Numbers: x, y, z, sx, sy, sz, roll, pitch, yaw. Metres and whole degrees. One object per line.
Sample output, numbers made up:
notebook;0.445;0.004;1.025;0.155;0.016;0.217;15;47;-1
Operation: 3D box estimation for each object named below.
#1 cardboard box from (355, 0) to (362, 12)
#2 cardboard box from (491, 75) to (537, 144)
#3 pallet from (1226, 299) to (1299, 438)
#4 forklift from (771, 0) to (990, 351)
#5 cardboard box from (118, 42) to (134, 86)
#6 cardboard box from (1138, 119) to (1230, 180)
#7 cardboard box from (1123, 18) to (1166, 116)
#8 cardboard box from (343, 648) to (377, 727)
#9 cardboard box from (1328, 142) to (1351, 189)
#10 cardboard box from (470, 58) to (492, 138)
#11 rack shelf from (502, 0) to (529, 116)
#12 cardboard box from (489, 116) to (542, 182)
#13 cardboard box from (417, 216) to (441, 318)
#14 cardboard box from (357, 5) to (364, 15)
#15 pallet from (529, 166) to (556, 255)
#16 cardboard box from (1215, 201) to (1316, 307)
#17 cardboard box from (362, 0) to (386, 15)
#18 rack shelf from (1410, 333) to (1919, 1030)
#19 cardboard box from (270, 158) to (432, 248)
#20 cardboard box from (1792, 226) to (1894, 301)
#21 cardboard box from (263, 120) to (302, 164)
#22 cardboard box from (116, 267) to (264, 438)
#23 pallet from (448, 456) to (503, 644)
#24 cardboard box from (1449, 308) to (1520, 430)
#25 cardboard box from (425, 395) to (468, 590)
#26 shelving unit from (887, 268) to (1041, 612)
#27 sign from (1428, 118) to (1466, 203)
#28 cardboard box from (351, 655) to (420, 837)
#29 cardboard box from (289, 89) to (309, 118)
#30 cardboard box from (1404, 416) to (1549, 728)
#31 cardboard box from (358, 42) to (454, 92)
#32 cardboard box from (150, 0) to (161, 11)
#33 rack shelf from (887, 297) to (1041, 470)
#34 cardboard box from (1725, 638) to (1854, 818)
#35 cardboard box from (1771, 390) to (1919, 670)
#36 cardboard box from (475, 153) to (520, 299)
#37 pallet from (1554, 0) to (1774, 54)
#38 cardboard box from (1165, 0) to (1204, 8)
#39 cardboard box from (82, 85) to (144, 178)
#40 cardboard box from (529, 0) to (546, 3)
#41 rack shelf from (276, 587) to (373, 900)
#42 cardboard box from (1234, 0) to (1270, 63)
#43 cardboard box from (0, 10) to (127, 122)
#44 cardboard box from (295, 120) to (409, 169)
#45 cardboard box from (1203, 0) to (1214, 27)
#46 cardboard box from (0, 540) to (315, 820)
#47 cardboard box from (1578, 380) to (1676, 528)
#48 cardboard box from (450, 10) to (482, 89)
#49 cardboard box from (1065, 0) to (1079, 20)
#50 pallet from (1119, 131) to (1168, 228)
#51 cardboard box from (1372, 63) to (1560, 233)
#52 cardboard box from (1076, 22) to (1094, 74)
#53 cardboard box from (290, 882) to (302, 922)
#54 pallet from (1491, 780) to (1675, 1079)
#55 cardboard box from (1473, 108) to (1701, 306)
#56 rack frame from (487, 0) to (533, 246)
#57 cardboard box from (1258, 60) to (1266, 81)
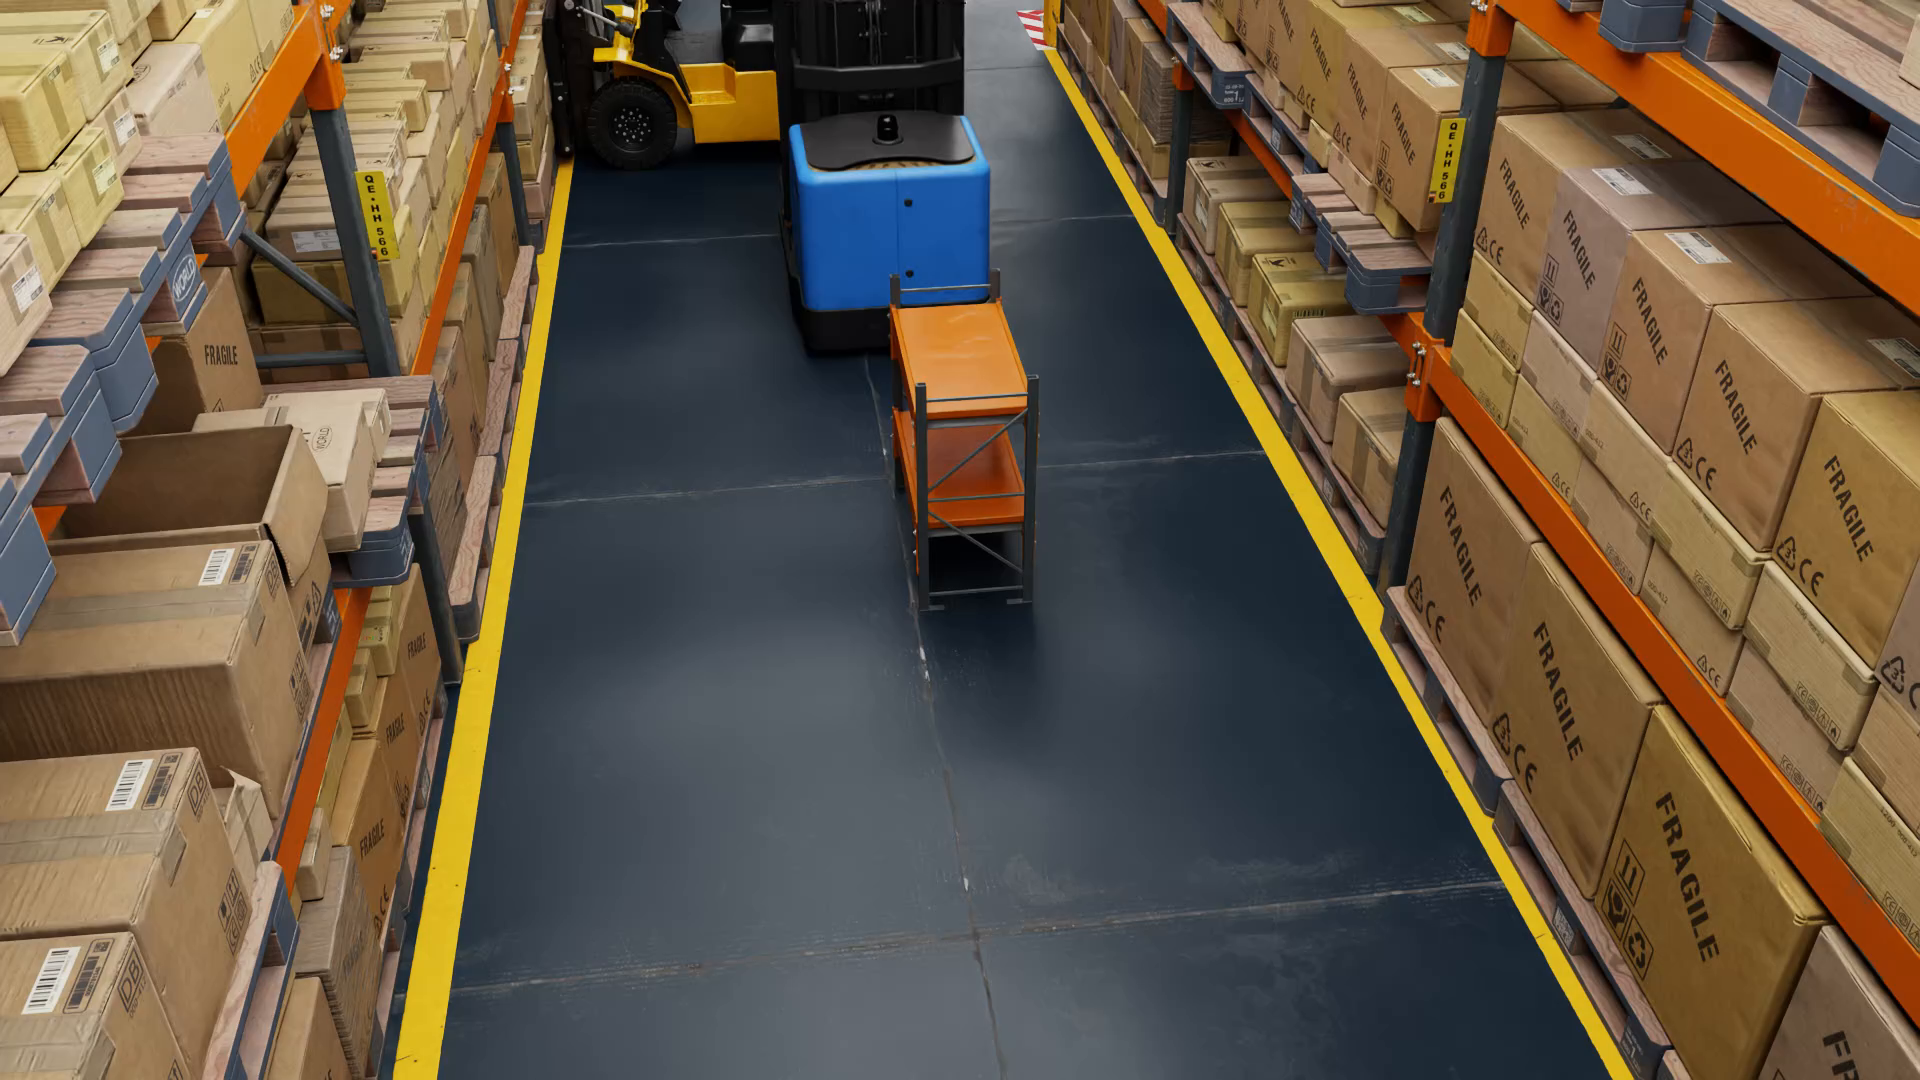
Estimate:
cardboard box;-3.283;-2.810;8.545;0.380;0.149;0.250;-5;35;-8
cardboard box;-2.855;-2.611;10.099;0.500;0.250;0.500;-5;35;-7
pallet;2.090;-0.976;8.995;1.003;0.211;1.213;-4;35;-6
forklift;-0.557;-3.073;9.656;1.130;2.935;3.031;-5;35;-7
cardboard box;-2.130;-1.078;3.783;0.380;0.149;0.250;-3;34;-5
cardboard box;1.471;-2.592;10.958;0.500;0.250;0.500;-3;34;-4
cardboard box;1.401;-3.186;11.164;0.500;0.500;0.500;-4;34;-6
cardboard box;-2.187;0.513;5.604;0.380;0.149;0.250;-5;35;-8
cardboard box;1.866;-1.670;7.387;0.380;0.149;0.250;-6;35;-9
cardboard box;-2.701;-2.263;8.541;0.500;0.250;0.500;-5;35;-7
rack shelf;-3.370;-3.686;11.134;1.077;0.370;4.000;-4;35;-6
cardboard box;-2.860;-2.404;10.239;0.500;0.250;0.500;-5;35;-7
cardboard box;-2.444;-1.120;6.863;0.500;0.250;0.500;-5;35;-7
cardboard box;-3.287;-2.709;8.751;0.500;0.250;0.500;-5;35;-7
pallet;-3.167;-2.162;10.734;1.003;0.211;1.213;-4;35;-6
cardboard box;1.990;-1.639;9.452;0.950;0.372;0.625;-2;34;-3
cardboard box;-2.802;-2.719;8.412;0.380;0.149;0.250;-4;35;-6
rack shelf;2.624;0.400;5.138;1.077;0.370;4.000;-4;35;-6
cardboard box;-2.447;-1.325;6.720;0.500;0.250;0.500;-3;34;-5
cardboard box;2.821;-0.635;5.042;0.500;0.500;0.500;-4;35;-6
cardboard box;-3.034;-1.574;7.085;0.500;0.250;0.500;-5;35;-7
cardboard box;-2.649;-0.551;5.433;0.500;0.500;0.500;-3;34;-4
pallet;-2.635;0.055;7.482;1.003;0.211;1.213;-4;35;-6
cardboard box;2.171;-0.659;6.186;0.500;0.250;0.500;-5;35;-7
cardboard box;-2.634;-0.176;7.081;0.875;0.625;0.625;-3;34;-5
shelving unit;0.001;-0.461;7.428;0.538;1.125;1.048;-4;35;-6
sign;1.818;-1.412;6.201;0.100;0.325;0.005;-4;35;-6
cardboard box;-2.237;0.724;5.870;0.500;0.500;0.500;-5;35;-7
cardboard box;-3.033;-1.966;7.306;0.380;0.149;0.250;-3;34;-5
cardboard box;2.365;0.083;6.478;0.875;0.875;0.875;-5;35;-7
cardboard box;-2.522;-2.150;7.576;0.380;0.149;0.250;-5;35;-8
cardboard box;-2.086;-1.347;3.915;0.380;0.149;0.250;-5;35;-7
rack shelf;0.001;-0.703;7.263;0.538;0.278;1.000;-4;35;-6
cardboard box;2.466;0.483;4.511;0.500;0.250;0.500;-5;35;-8
cardboard box;2.458;-0.038;4.166;0.500;0.500;0.500;-3;34;-5
cardboard box;-3.020;-1.769;9.418;0.875;0.625;0.625;-3;34;-4
pallet;2.494;-1.819;5.260;1.213;0.211;1.003;-3;34;-4
cardboard box;1.472;-3.297;10.148;0.380;0.149;0.250;-5;35;-7
cardboard box;-1.904;-0.806;3.367;0.380;0.149;0.250;-4;34;-5
cardboard box;-3.116;-3.751;11.771;0.500;0.250;0.500;-4;34;-6
rack shelf;-2.294;0.778;4.583;1.077;0.370;4.000;-4;35;-6
cardboard box;1.717;-2.743;8.386;0.500;0.500;0.500;-5;35;-7
cardboard box;-1.896;-0.931;3.286;0.380;0.149;0.250;-4;34;-6
cardboard box;-2.459;-1.580;6.740;0.380;0.149;0.250;-4;34;-6
cardboard box;1.578;-2.982;9.313;0.380;0.149;0.250;-4;34;-6
cardboard box;-2.044;0.369;4.084;0.700;0.500;0.500;-5;35;-7
cardboard box;2.301;-0.288;5.199;0.500;0.250;0.500;-4;35;-7
cardboard box;-2.706;-2.470;8.401;0.500;0.250;0.500;-5;35;-8
cardboard box;1.117;-4.340;12.858;0.500;0.500;0.500;-5;35;-8
pallet;1.691;-2.465;11.179;1.003;0.211;1.213;-4;35;-6
cardboard box;2.018;-1.583;6.684;0.500;0.500;0.500;-5;35;-8
cardboard box;1.174;-3.758;12.669;0.500;0.250;0.500;-3;34;-5
cardboard box;-2.113;1.096;4.749;0.380;0.149;0.250;-4;35;-6
pallet;2.547;1.264;5.707;1.003;0.211;1.213;-4;35;-6
cardboard box;2.179;-1.174;5.832;0.500;0.500;0.500;-5;35;-8
rack frame;-3.101;-2.867;9.293;1.000;3.000;0.127;-4;35;-6
cardboard box;1.741;-2.405;8.466;0.380;0.149;0.250;-4;34;-6
